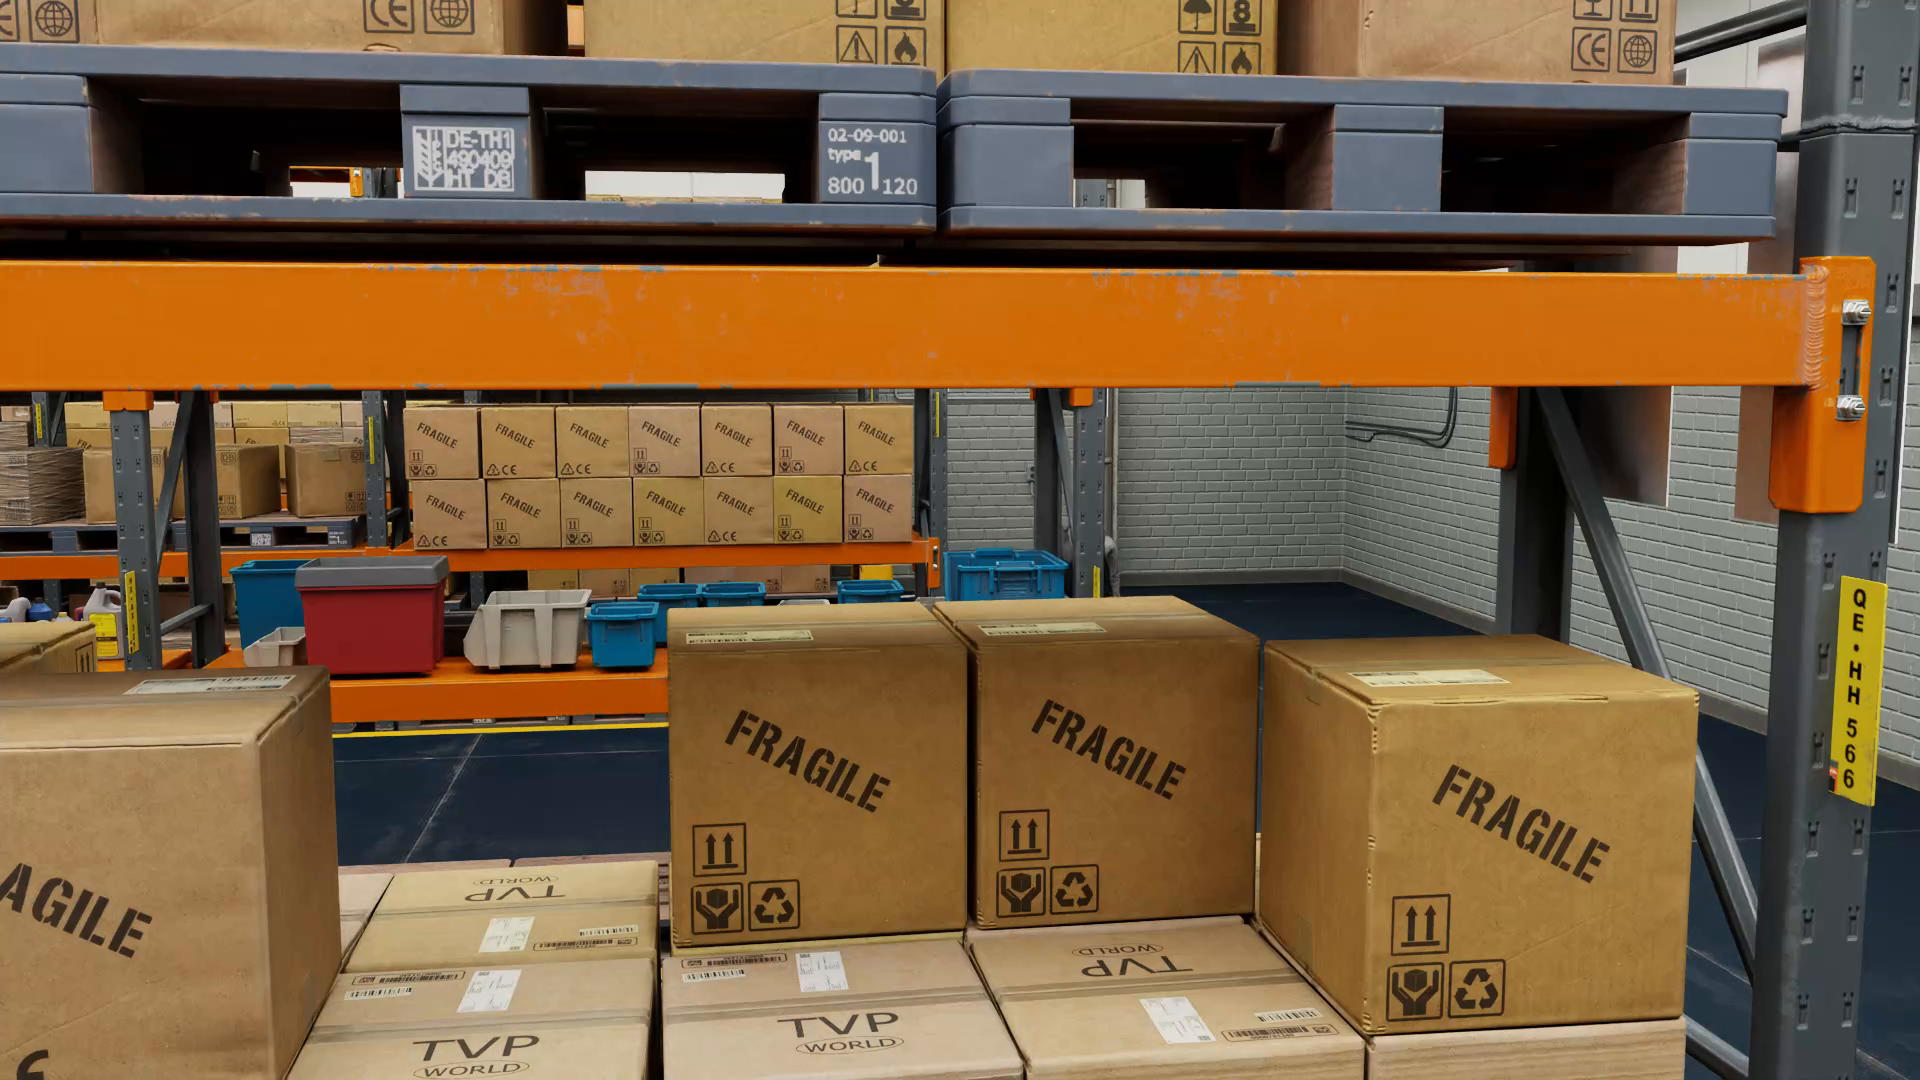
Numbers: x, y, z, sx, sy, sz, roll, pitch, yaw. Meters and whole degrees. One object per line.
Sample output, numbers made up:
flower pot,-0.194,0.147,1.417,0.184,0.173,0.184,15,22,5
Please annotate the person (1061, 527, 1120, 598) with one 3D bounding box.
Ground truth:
person,0.821,0.529,11.496,0.559,1.663,1.018,1,6,7
